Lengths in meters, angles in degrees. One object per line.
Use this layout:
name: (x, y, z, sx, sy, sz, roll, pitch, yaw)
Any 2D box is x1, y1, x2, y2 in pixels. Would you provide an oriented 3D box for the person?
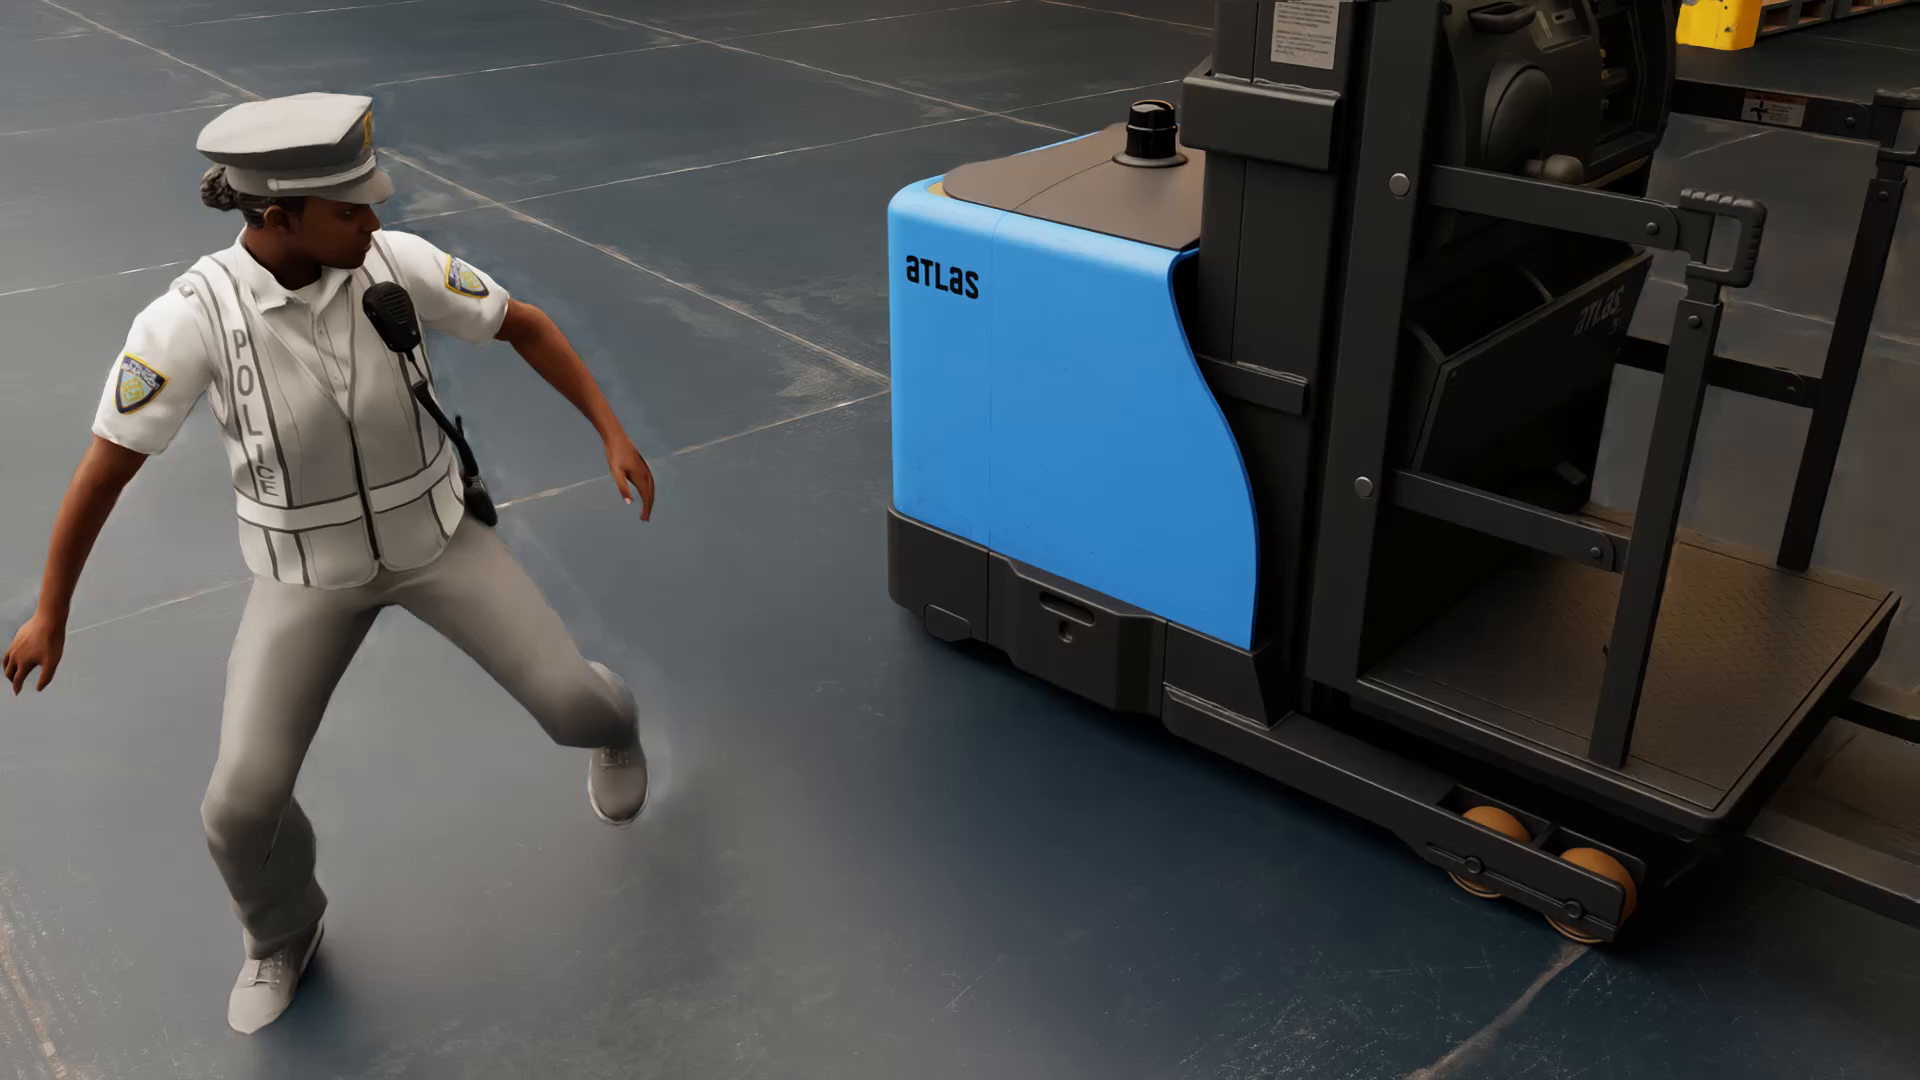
person: (-1.015, 0.052, 2.759, 1.047, 1.548, 0.472, -13, 29, -24)

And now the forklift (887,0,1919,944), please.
forklift: (1.262, -0.846, 2.909, 3.031, 2.935, 1.130, 22, 34, 36)
